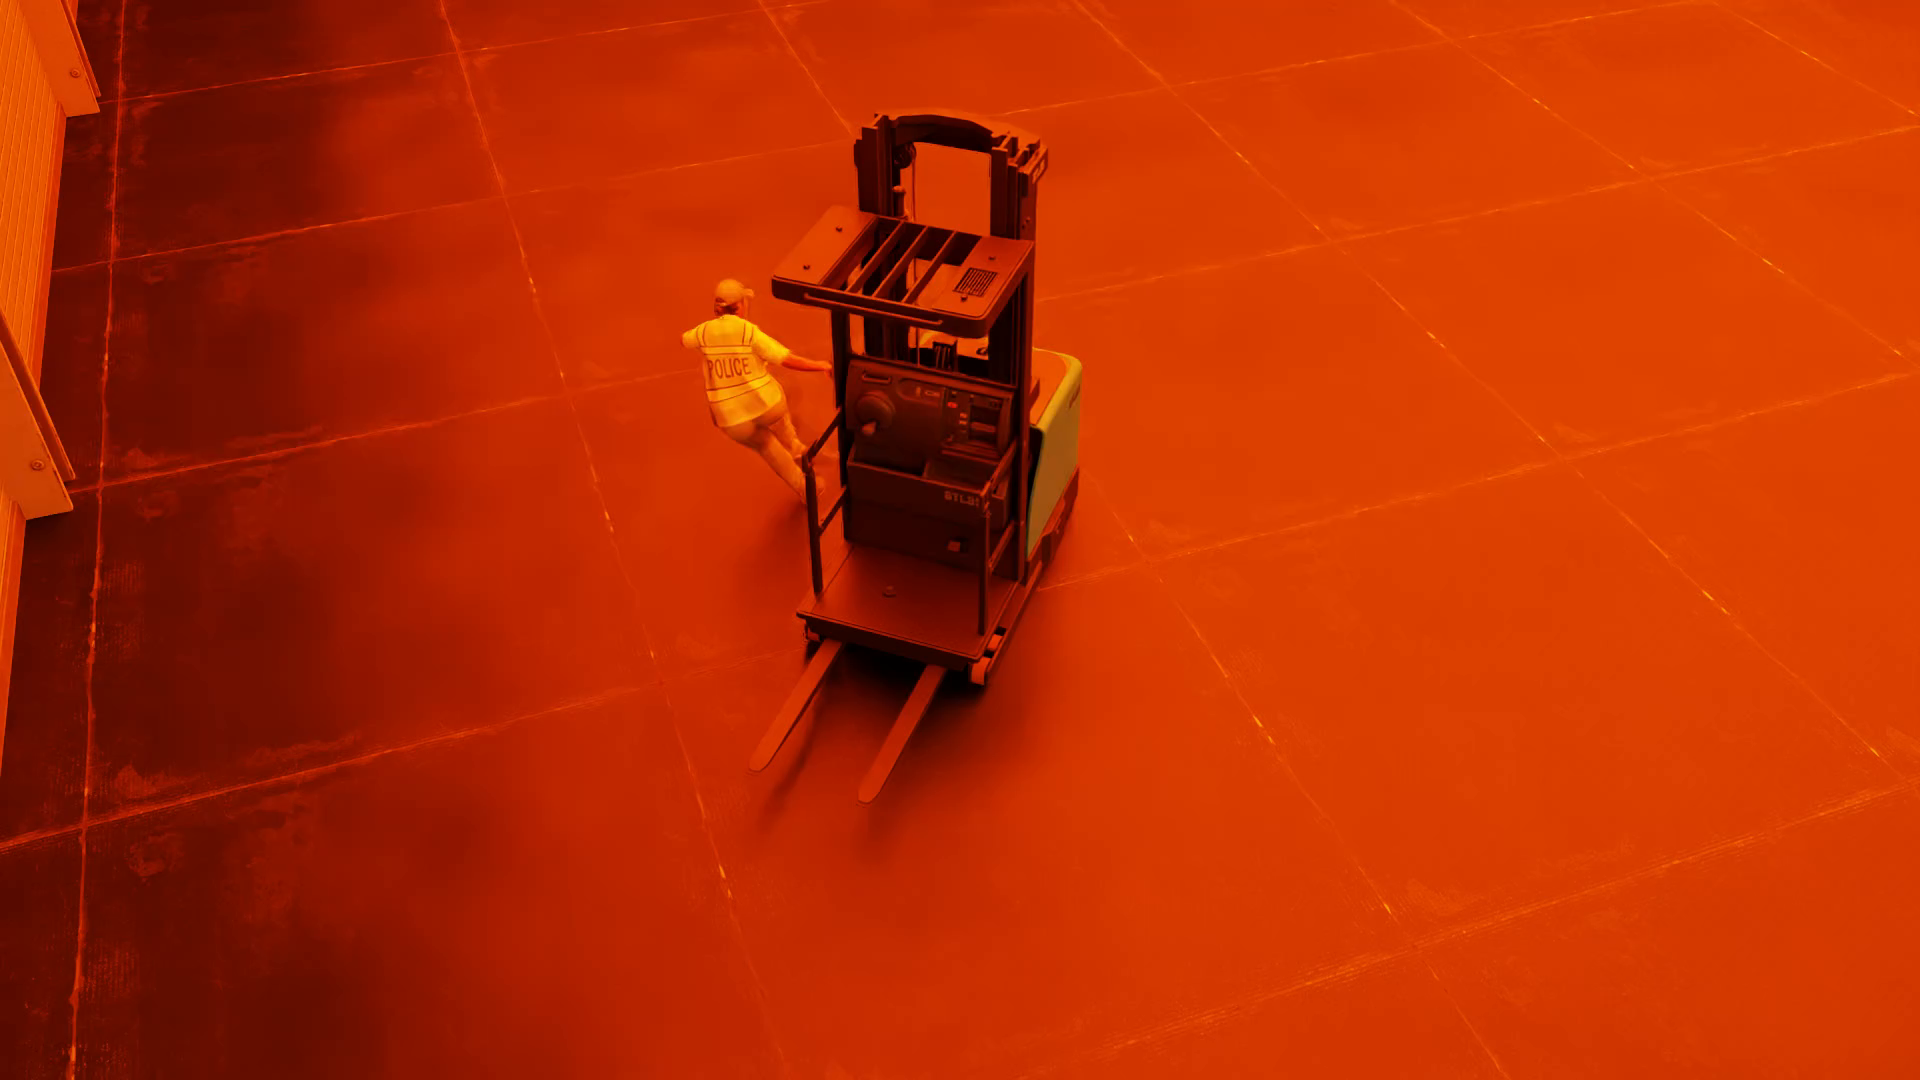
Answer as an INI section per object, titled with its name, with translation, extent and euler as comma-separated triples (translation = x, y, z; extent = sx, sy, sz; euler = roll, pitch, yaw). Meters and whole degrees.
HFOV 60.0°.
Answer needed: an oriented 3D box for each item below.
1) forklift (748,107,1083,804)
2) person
[forklift]
translation = -0.245, -0.613, 8.727
extent = 1.130, 2.935, 3.031
euler = 13, 42, 16
[person]
translation = -1.240, -0.941, 10.303
extent = 0.913, 1.443, 0.867
euler = -5, 40, -6
